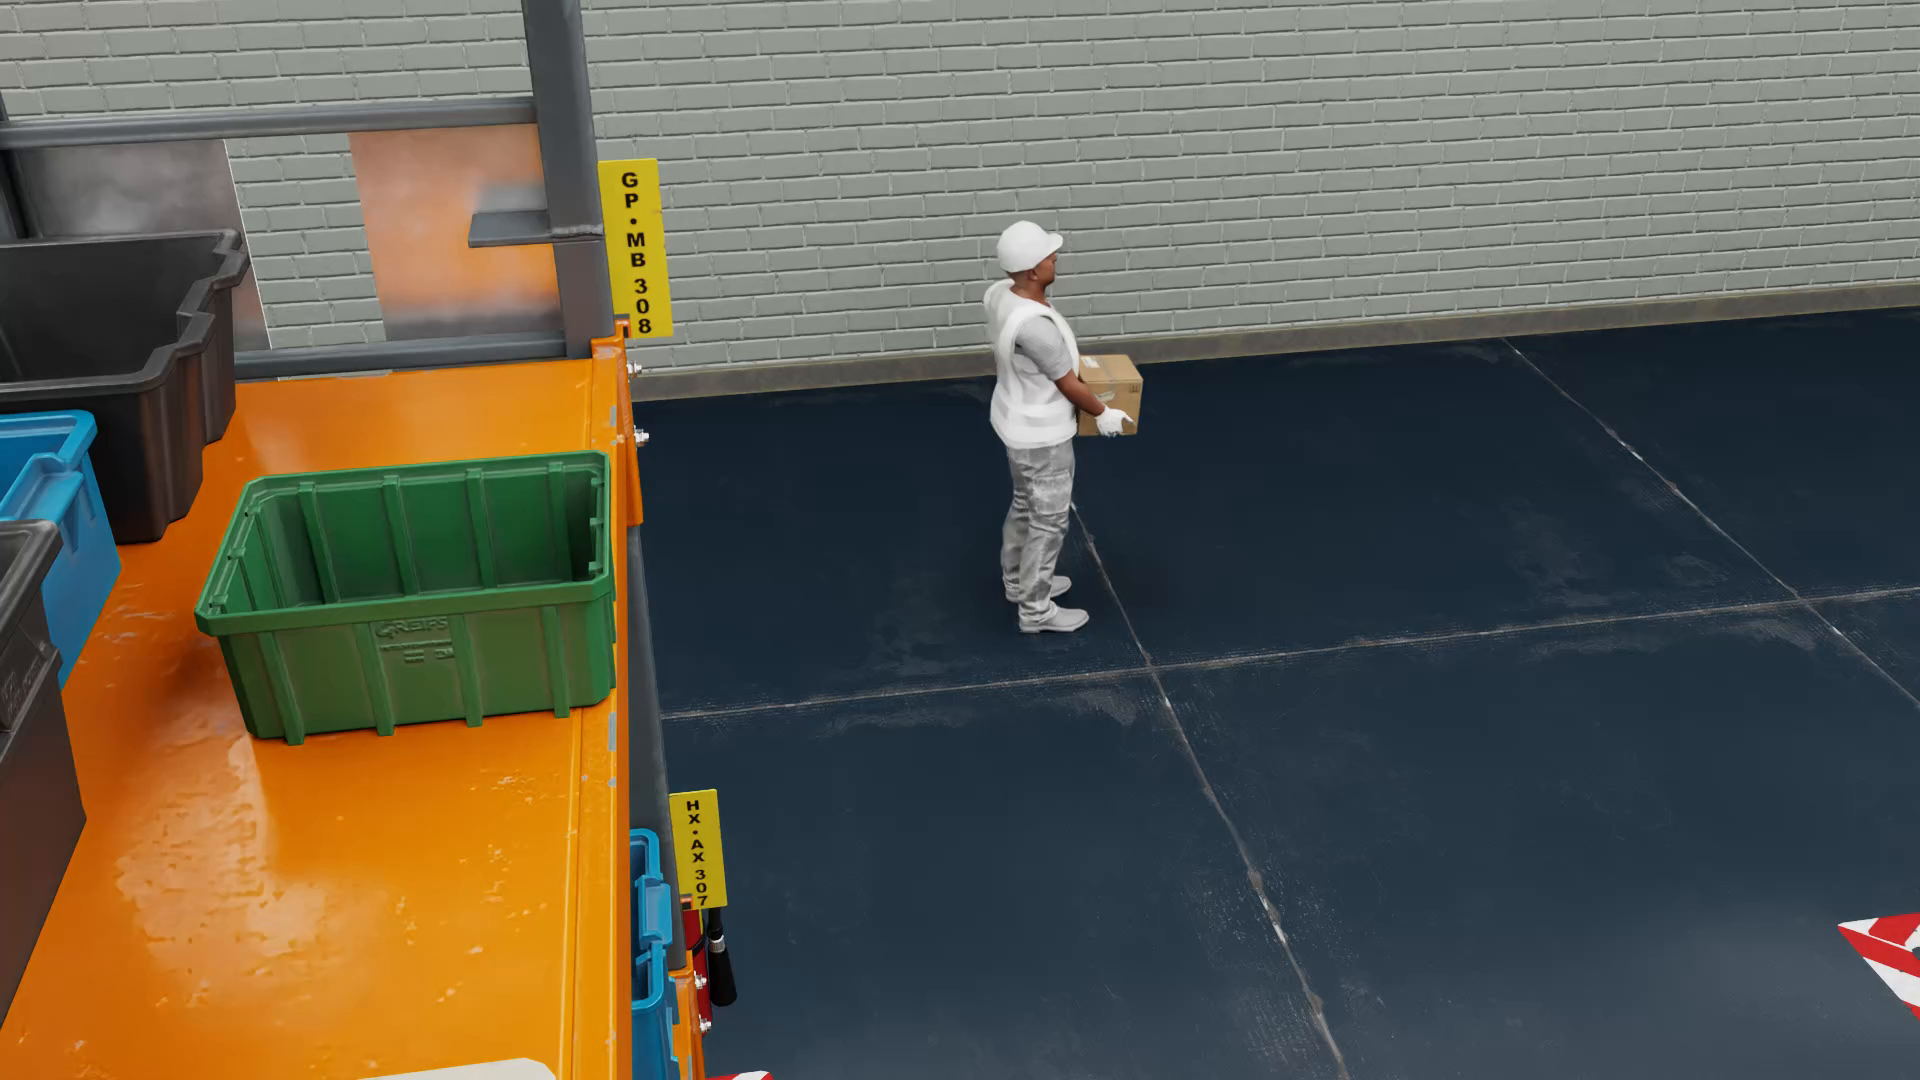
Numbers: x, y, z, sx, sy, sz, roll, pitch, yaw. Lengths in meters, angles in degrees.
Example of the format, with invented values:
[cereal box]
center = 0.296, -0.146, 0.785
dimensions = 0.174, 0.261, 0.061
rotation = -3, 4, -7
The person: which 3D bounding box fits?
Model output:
[person]
center = 0.403, -0.475, 6.920
dimensions = 0.572, 1.786, 0.497
rotation = -7, 31, -12
